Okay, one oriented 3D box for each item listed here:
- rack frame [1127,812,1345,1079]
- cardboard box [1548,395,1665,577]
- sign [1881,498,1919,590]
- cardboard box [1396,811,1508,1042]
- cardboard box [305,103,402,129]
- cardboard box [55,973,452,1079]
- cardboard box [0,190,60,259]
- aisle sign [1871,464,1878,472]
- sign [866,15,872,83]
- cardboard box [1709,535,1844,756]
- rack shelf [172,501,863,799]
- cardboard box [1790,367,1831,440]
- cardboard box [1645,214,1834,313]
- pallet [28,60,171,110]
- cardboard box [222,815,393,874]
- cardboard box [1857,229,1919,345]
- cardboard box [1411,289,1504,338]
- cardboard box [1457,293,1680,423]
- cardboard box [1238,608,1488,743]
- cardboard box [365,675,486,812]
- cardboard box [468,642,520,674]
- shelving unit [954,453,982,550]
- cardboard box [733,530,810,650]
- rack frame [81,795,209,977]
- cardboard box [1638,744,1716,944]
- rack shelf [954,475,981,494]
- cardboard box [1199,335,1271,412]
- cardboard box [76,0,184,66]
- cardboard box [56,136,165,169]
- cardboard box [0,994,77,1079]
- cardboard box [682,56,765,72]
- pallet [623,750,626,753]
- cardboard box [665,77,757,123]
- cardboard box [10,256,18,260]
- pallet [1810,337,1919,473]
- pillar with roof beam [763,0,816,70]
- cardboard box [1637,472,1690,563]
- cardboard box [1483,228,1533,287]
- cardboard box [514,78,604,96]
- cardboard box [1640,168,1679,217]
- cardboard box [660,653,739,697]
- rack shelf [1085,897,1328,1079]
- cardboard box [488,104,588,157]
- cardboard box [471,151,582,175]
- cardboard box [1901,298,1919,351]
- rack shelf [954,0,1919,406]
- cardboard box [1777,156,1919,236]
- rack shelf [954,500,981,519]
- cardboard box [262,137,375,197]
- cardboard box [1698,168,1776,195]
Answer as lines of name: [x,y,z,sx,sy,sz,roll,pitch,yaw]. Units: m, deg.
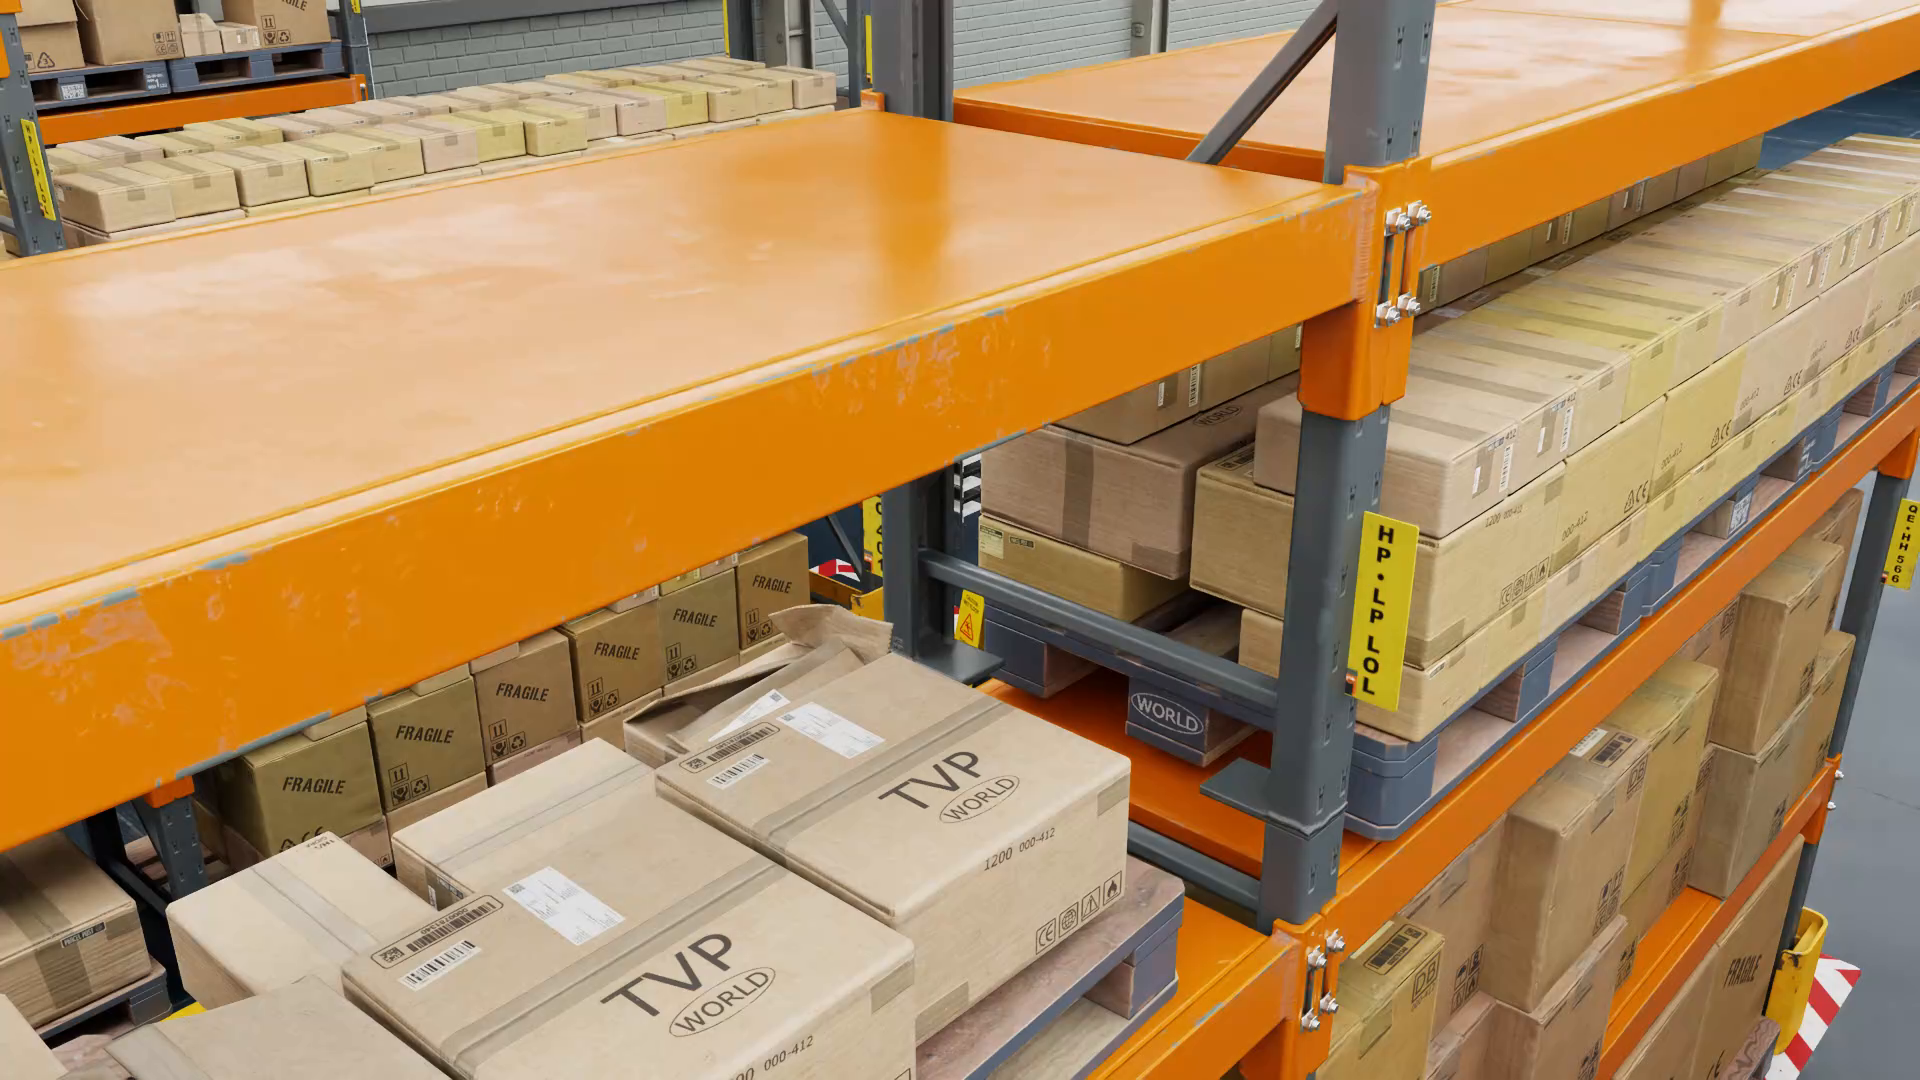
rack frame: [0.255,1.718,3.751,1.000,3.000,0.127,20,31,38]
cardboard box: [1.126,-0.182,3.507,0.500,0.250,0.500,20,31,37]
sign: [3.320,0.016,5.844,0.100,0.325,0.005,20,31,38]
cardboard box: [0.808,0.855,4.174,0.875,0.550,0.550,20,31,38]
cardboard box: [-2.634,-1.790,7.243,0.380,0.149,0.250,21,31,38]
cardboard box: [-0.751,0.747,1.724,0.500,0.311,0.500,19,30,36]
cardboard box: [-3.403,-1.247,6.519,0.500,0.250,0.500,20,31,37]
aisle sign: [3.196,-0.626,5.803,0.394,0.787,0.004,20,31,38]
sign: [-0.429,-2.436,8.269,0.100,0.325,0.005,20,31,38]
cardboard box: [2.350,0.234,5.559,0.875,0.550,0.550,20,31,38]
rack shelf: [-2.164,0.116,8.203,1.077,0.370,4.000,20,31,38]
cardboard box: [2.107,-0.411,4.505,0.380,0.149,0.250,20,31,38]
cardboard box: [1.935,-0.696,4.166,0.380,0.149,0.250,20,31,38]
pallet: [-5.833,-2.922,10.542,1.003,0.211,1.213,20,31,38]
cardboard box: [-2.904,1.354,7.410,0.500,0.250,0.500,18,30,35]
cardboard box: [2.472,-0.796,4.877,0.500,0.250,0.500,20,31,38]
cardboard box: [1.065,-0.481,4.174,0.500,0.250,0.500,20,31,37]
cardboard box: [1.259,-0.388,3.478,0.380,0.149,0.250,20,31,37]
cardboard box: [0.751,0.209,3.123,0.380,0.149,0.250,20,31,37]
cardboard box: [-2.555,0.846,7.628,0.500,0.500,0.500,22,32,40]
cardboard box: [-2.256,0.455,7.708,0.250,0.149,0.380,-22,32,-40]
shelving unit: [-0.005,-0.408,11.060,0.258,0.900,0.210,20,31,38]
cardboard box: [-1.169,0.215,9.035,0.500,0.500,0.500,20,31,38]
rack frame: [-3.498,0.397,6.697,1.000,3.000,0.127,20,31,38]
cardboard box: [1.893,0.866,5.468,0.875,0.550,0.550,20,31,38]
rack shelf: [-0.005,-0.378,11.074,0.258,0.077,0.200,20,31,38]
cardboard box: [0.431,-0.412,3.534,0.380,0.149,0.250,20,31,37]
cardboard box: [-5.400,-3.341,10.611,0.700,0.500,0.500,20,31,38]
cardboard box: [-3.333,-1.477,6.544,0.380,0.149,0.250,19,30,36]
cardboard box: [-1.151,0.686,1.916,0.396,0.266,0.258,20,31,38]
cardboard box: [-1.218,-2.387,8.573,0.380,0.149,0.250,20,31,37]
pallet: [-2.262,1.082,8.578,1.003,0.211,1.213,20,31,38]
cardboard box: [-1.192,-2.105,7.944,0.380,0.149,0.250,20,31,37]
cardboard box: [-3.515,-1.036,6.536,0.380,0.149,0.250,20,31,38]
pallet: [2.438,-0.600,5.363,1.003,0.211,1.213,20,31,38]
pillar with roof beam: [1.547,-5.599,12.739,9.100,9.000,0.400,20,31,38]
cardboard box: [1.429,-0.102,3.816,0.380,0.149,0.250,20,31,37]
cardboard box: [1.275,-0.798,4.394,0.380,0.149,0.250,21,31,38]
cardboard box: [-1.904,-2.088,7.908,0.380,0.149,0.250,20,31,37]
cardboard box: [1.957,-1.110,5.090,0.380,0.149,0.250,21,31,38]
cardboard box: [-1.520,0.717,8.832,0.500,0.250,0.500,20,31,38]
rack shelf: [-1.080,1.287,1.926,1.077,0.370,4.000,20,31,38]
cardboard box: [-1.833,-1.779,7.218,0.380,0.149,0.250,21,32,39]
cardboard box: [-1.984,-1.561,7.219,0.500,0.250,0.500,21,31,38]
cardboard box: [2.787,-0.721,5.198,0.380,0.149,0.250,20,31,38]
rack shelf: [1.590,-1.118,4.112,1.077,0.370,4.000,20,31,38]
cardboard box: [2.614,-1.007,4.859,0.380,0.149,0.250,21,31,38]
rack shelf: [-0.005,-0.213,11.148,0.258,0.077,0.200,20,31,38]
cardboard box: [-2.515,-1.465,6.518,0.380,0.149,0.250,20,31,37]
cardboard box: [2.412,-1.097,5.548,0.500,0.250,0.500,20,31,37]
